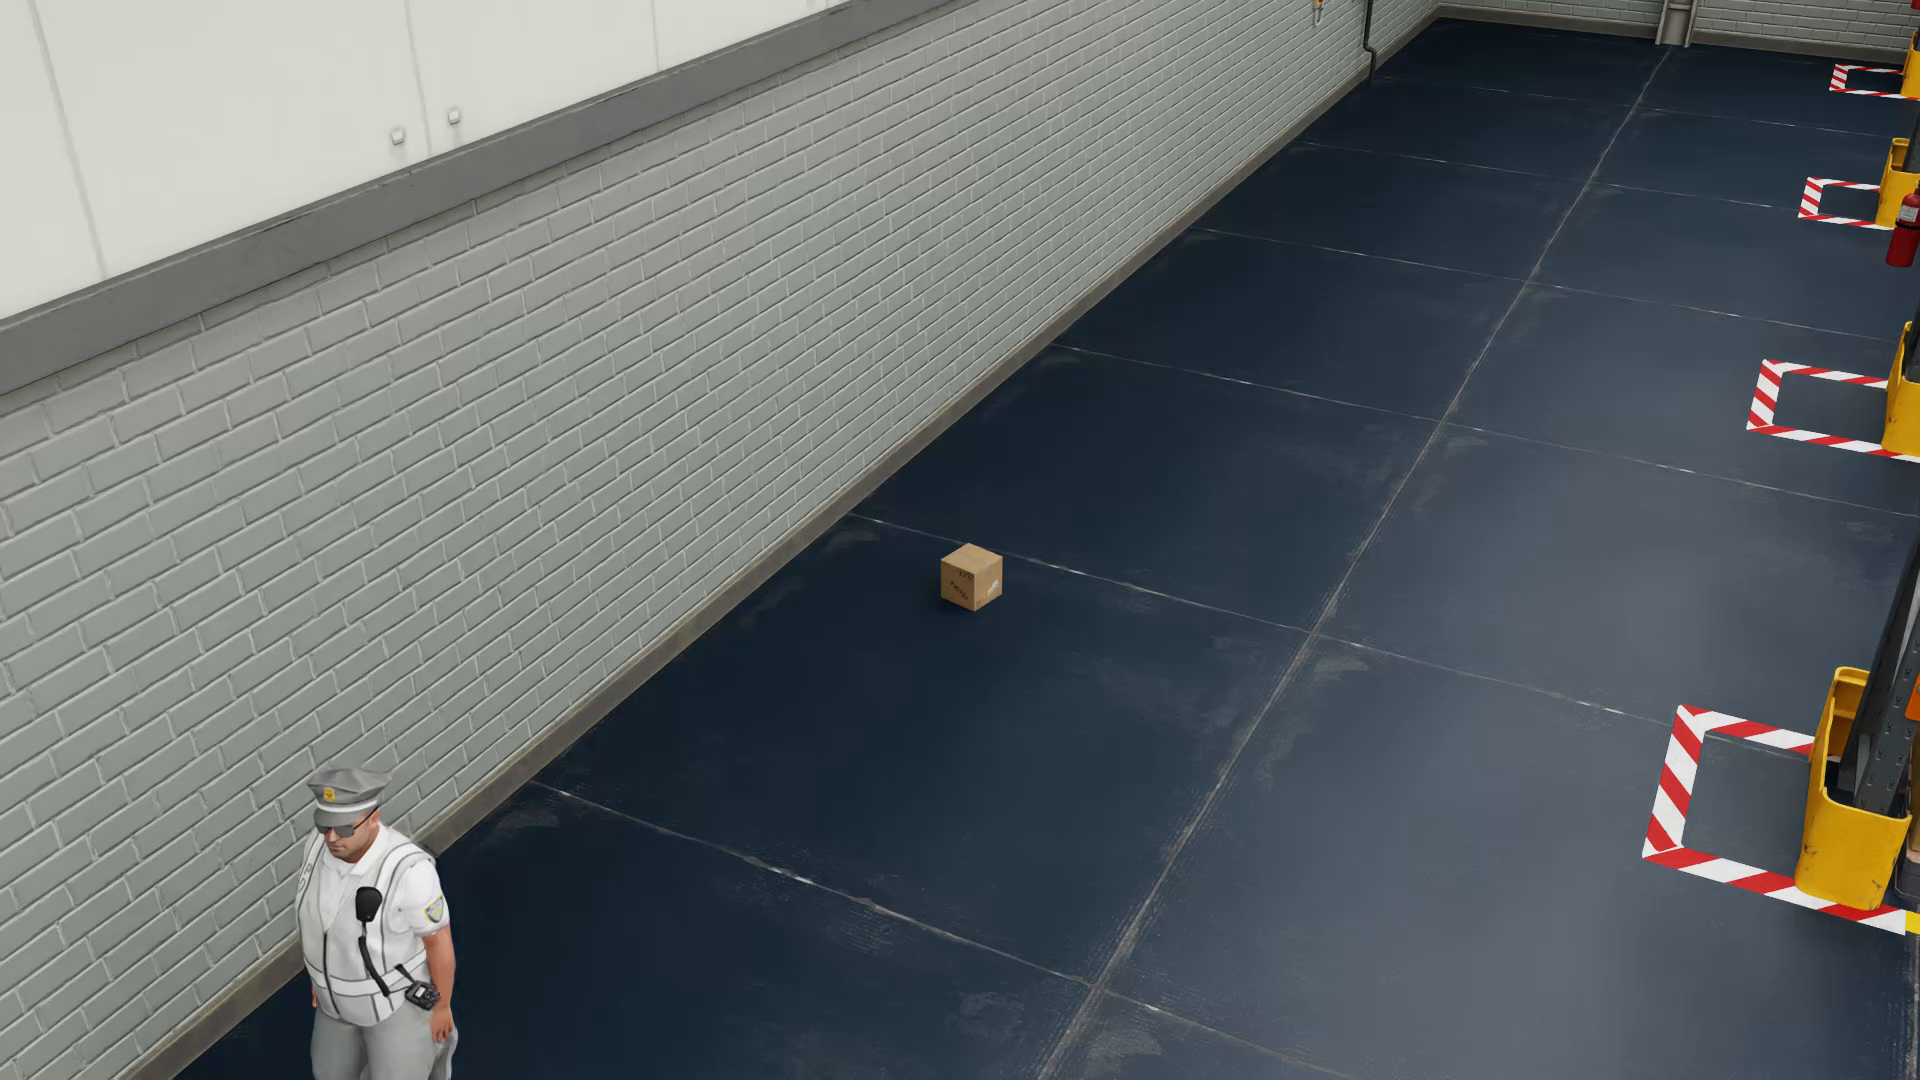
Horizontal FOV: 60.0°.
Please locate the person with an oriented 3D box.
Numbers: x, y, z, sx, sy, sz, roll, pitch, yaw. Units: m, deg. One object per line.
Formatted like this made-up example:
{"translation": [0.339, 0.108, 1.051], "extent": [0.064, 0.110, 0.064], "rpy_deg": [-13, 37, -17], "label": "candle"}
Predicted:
{"translation": [-1.960, 1.489, 5.642], "extent": [0.569, 1.758, 0.657], "rpy_deg": [14, 33, 22], "label": "person"}
